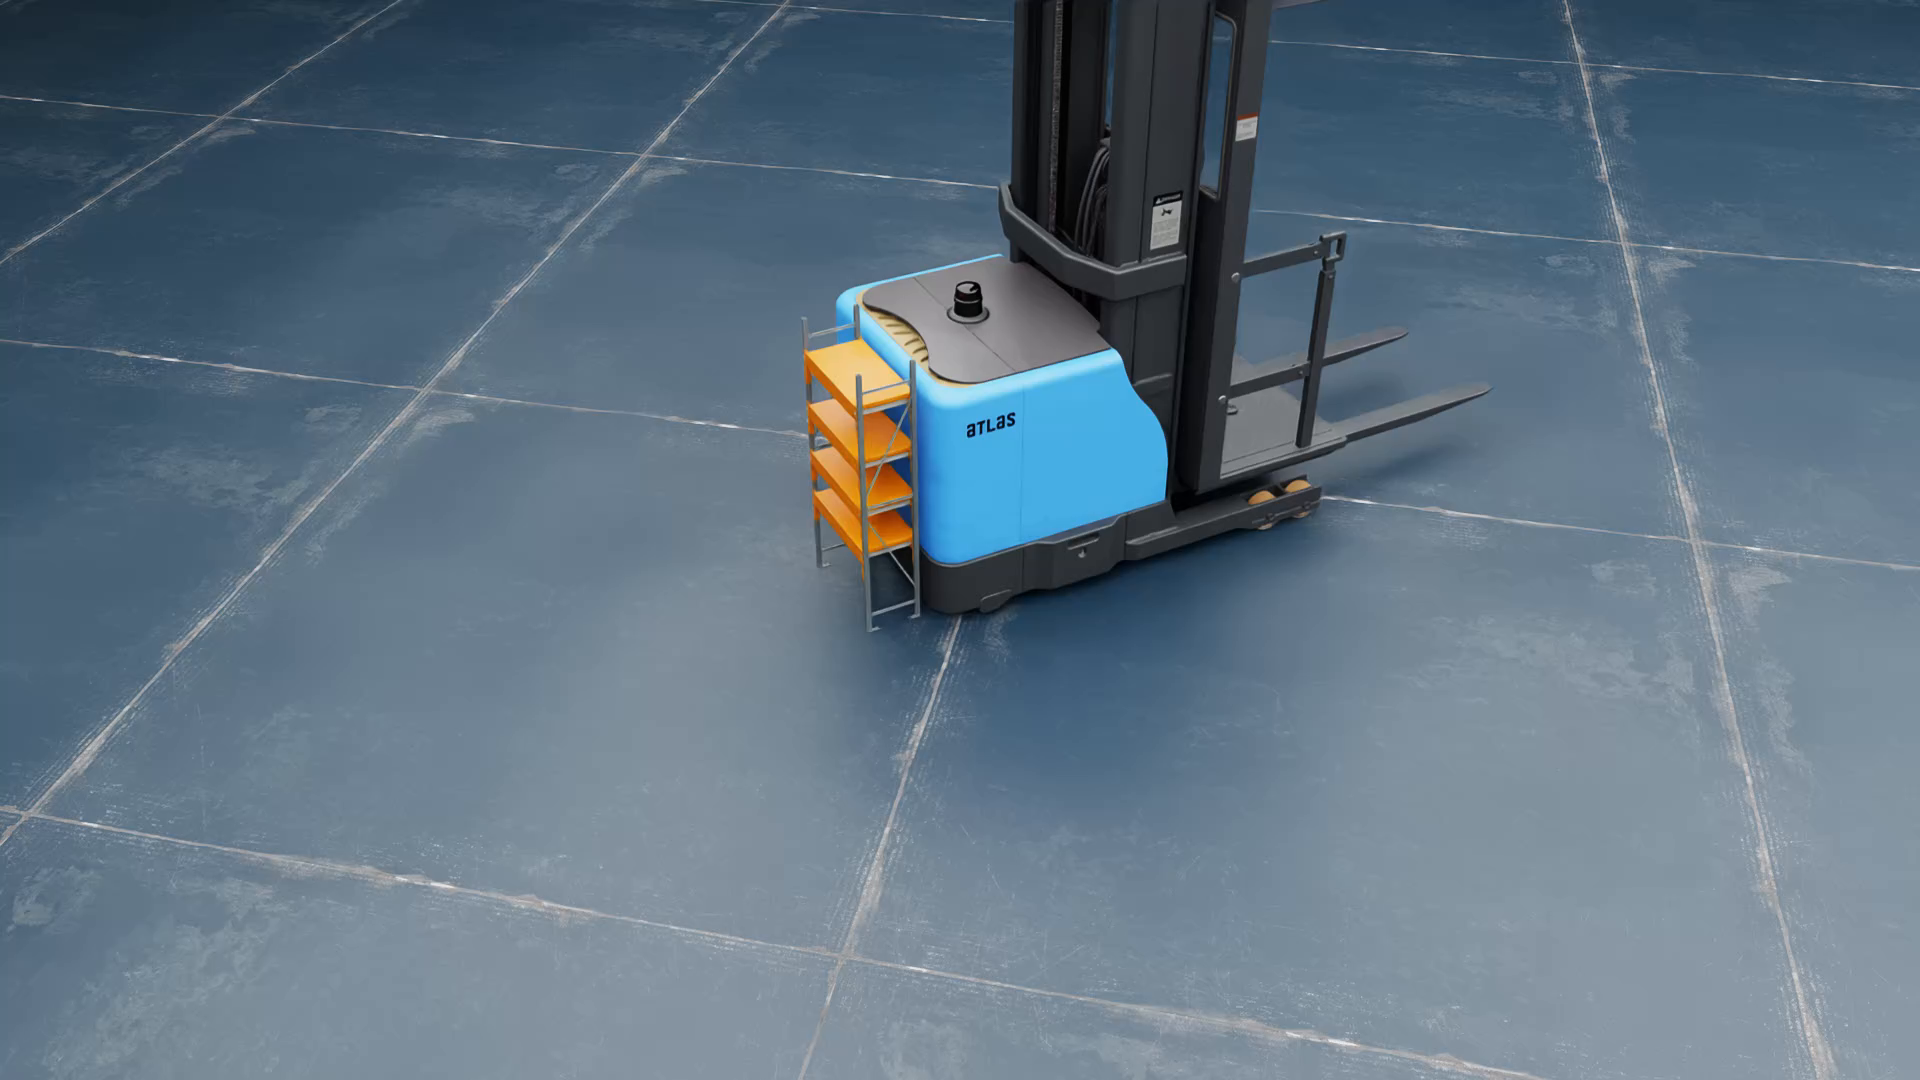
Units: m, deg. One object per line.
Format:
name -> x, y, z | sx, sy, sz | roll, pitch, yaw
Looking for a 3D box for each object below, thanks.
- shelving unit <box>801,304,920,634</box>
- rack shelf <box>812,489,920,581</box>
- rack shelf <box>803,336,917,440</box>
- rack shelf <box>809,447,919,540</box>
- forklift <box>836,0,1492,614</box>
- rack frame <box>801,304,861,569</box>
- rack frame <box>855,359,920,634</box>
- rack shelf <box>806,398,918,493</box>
shelving unit -> -0.386, -0.271, 6.601 | 0.258, 1.200, 0.503 | -17, 39, -22
rack shelf -> -0.386, -0.055, 6.757 | 0.258, 0.148, 0.480 | -17, 39, -22
rack shelf -> -0.386, -0.589, 6.370 | 0.258, 0.148, 0.480 | -17, 39, -22
rack shelf -> -0.386, -0.216, 6.640 | 0.258, 0.148, 0.480 | -17, 39, -22
forklift -> 1.023, -1.491, 6.810 | 3.031, 2.935, 1.130 | -17, 39, -22
rack frame -> -0.500, -0.397, 6.775 | 0.240, 1.200, 0.015 | -17, 39, -22
rack frame -> -0.272, -0.144, 6.426 | 0.240, 1.200, 0.015 | -17, 39, -22
rack shelf -> -0.386, -0.397, 6.509 | 0.258, 0.148, 0.480 | -17, 39, -22
